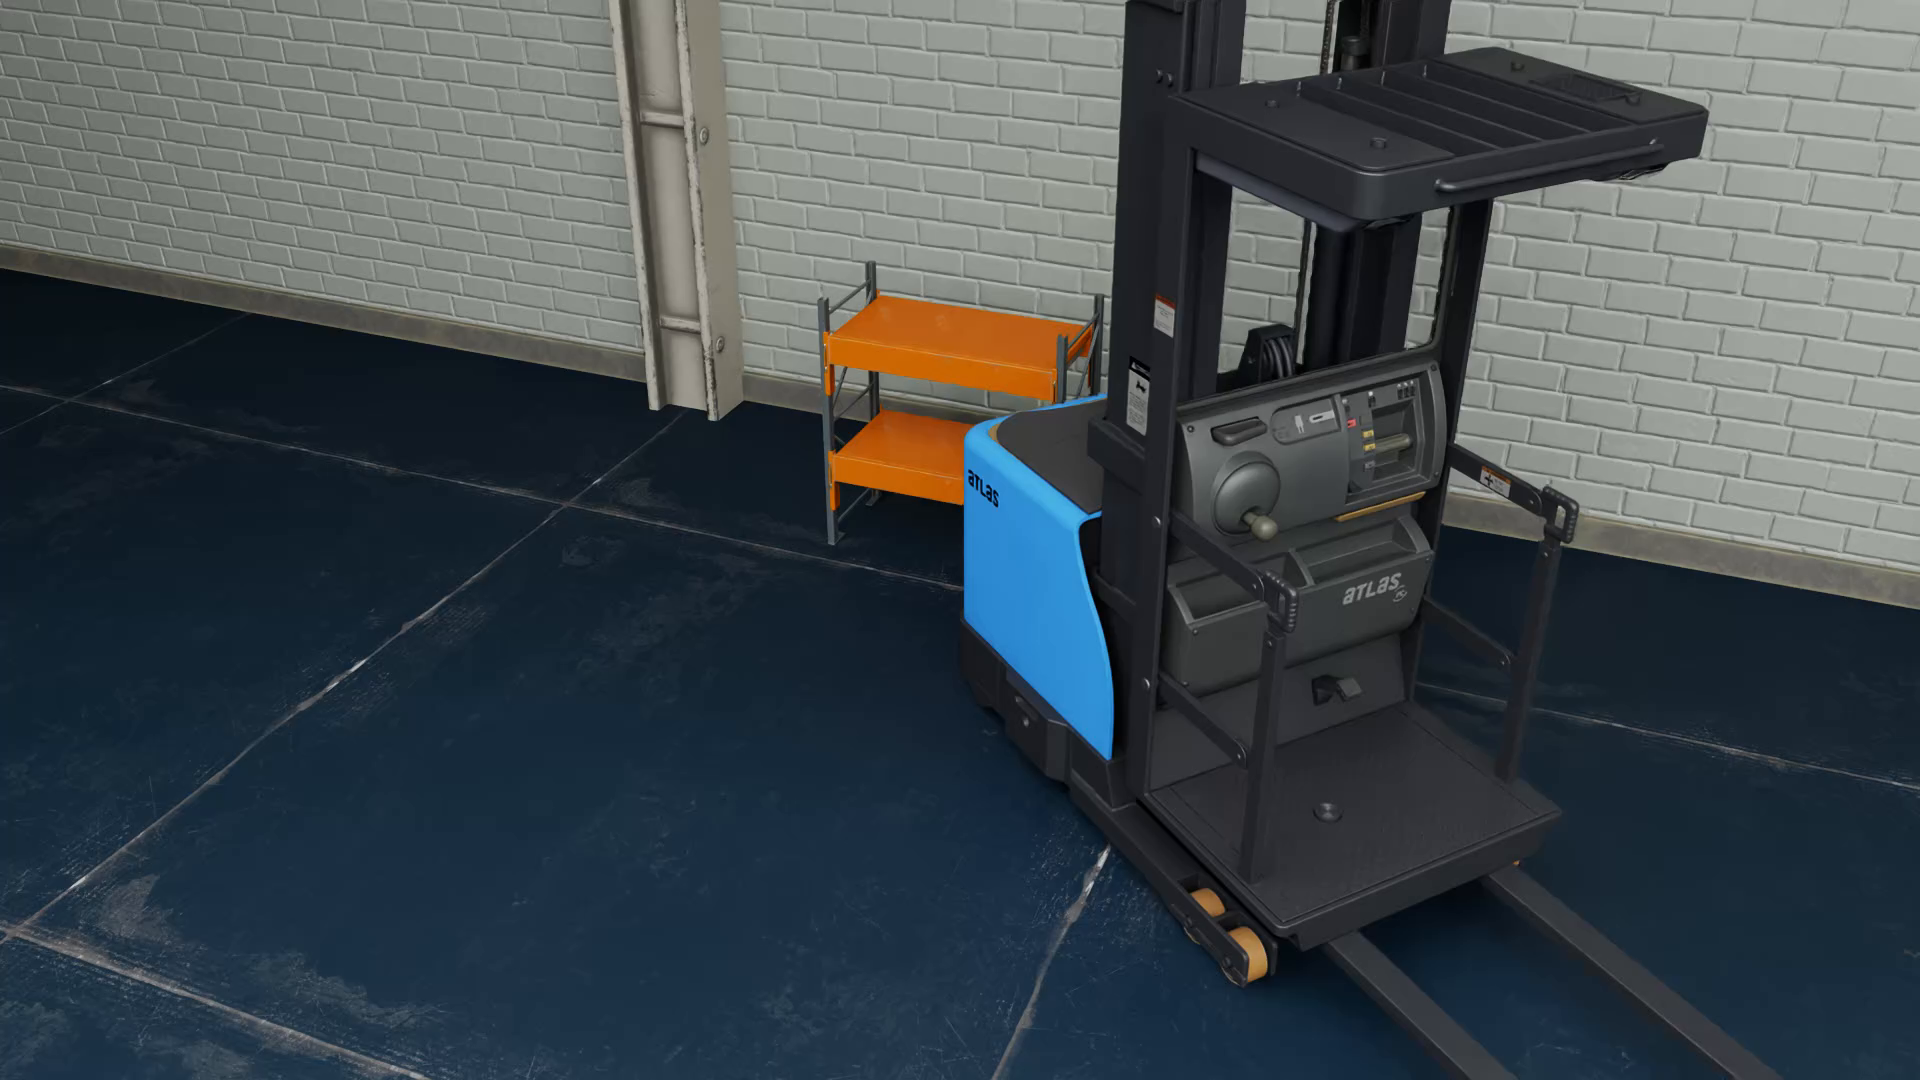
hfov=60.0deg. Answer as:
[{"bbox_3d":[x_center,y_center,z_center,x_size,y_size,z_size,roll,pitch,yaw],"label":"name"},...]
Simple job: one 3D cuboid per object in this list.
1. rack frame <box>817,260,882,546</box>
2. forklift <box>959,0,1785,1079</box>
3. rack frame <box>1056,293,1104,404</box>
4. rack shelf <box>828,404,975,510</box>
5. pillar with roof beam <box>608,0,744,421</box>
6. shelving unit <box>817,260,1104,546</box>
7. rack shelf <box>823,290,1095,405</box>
[{"bbox_3d":[-0.465,-0.582,7.137,0.032,1.125,0.500,11,31,19],"label":"rack frame"},{"bbox_3d":[1.140,-0.217,4.655,1.130,2.935,3.031,-15,33,-24],"label":"forklift"},{"bbox_3d":[0.477,-0.394,6.805,0.032,1.125,0.500,11,31,19],"label":"rack frame"},{"bbox_3d":[0.006,-0.276,7.091,1.000,0.278,0.538,11,31,19],"label":"rack shelf"},{"bbox_3d":[-2.956,-2.654,2.800,0.400,9.000,9.100,11,31,19],"label":"pillar with roof beam"},{"bbox_3d":[0.006,-0.488,6.971,1.048,1.125,0.538,11,31,19],"label":"shelving unit"},{"bbox_3d":[0.006,-0.743,6.827,1.000,0.278,0.538,11,31,19],"label":"rack shelf"}]
